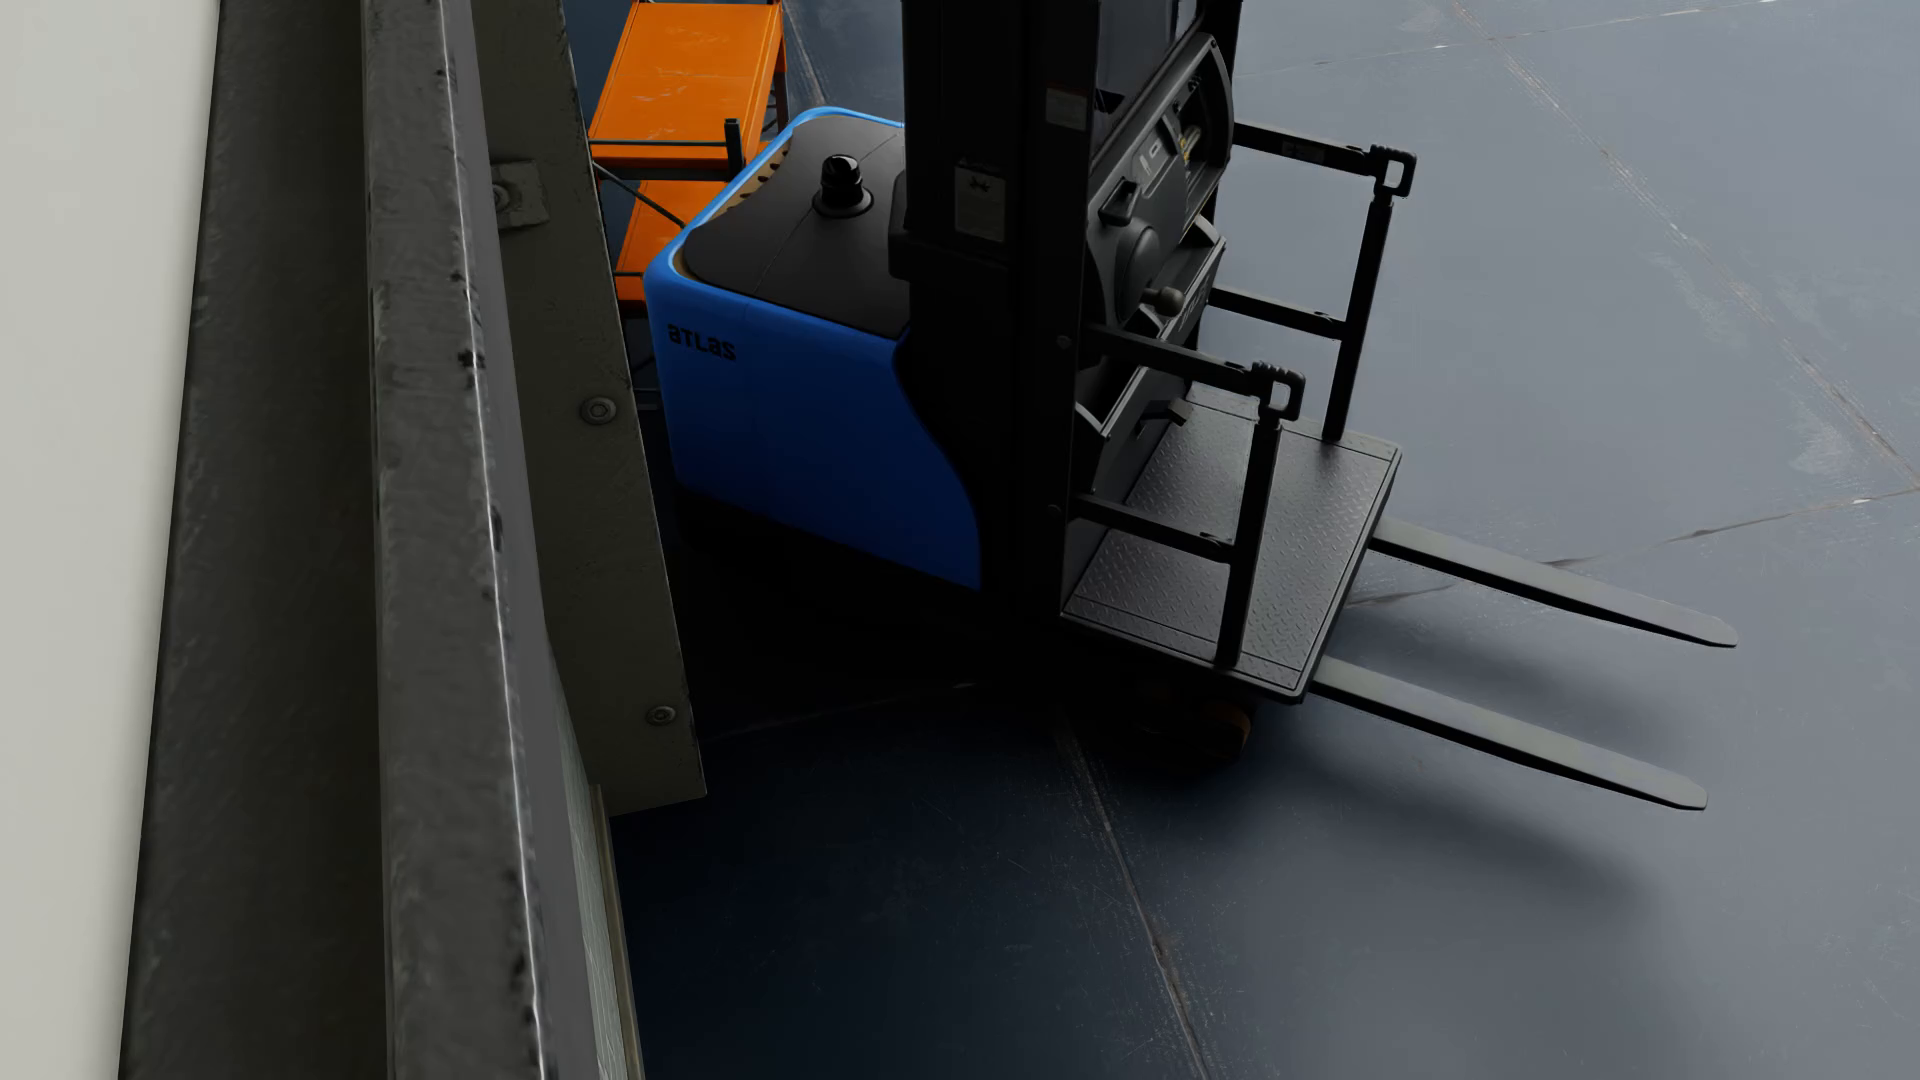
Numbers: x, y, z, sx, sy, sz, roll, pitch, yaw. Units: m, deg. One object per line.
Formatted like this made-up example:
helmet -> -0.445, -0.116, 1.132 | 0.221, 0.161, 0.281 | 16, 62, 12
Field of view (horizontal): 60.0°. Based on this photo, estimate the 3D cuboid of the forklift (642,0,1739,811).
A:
forklift -> 0.683, -0.855, 4.036 | 3.031, 2.935, 1.130 | 19, 48, 17

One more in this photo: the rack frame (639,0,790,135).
rack frame -> -0.868, -1.567, 5.998 | 0.500, 1.125, 0.032 | 1, 46, 1

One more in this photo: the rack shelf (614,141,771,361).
rack shelf -> -0.884, -1.033, 5.817 | 0.538, 0.278, 1.000 | 1, 46, 1

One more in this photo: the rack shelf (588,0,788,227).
rack shelf -> -0.884, -1.409, 5.433 | 0.538, 0.278, 1.000 | 1, 46, 1

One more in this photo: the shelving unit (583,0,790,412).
shelving unit -> -0.884, -1.204, 5.642 | 0.538, 1.125, 1.048 | 1, 46, 1

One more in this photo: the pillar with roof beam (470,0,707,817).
pillar with roof beam -> 3.269, -3.344, 2.226 | 9.100, 9.000, 0.400 | -11, 47, -10

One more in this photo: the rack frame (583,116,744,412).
rack frame -> -0.899, -0.841, 5.286 | 0.500, 1.125, 0.032 | 1, 46, 1
